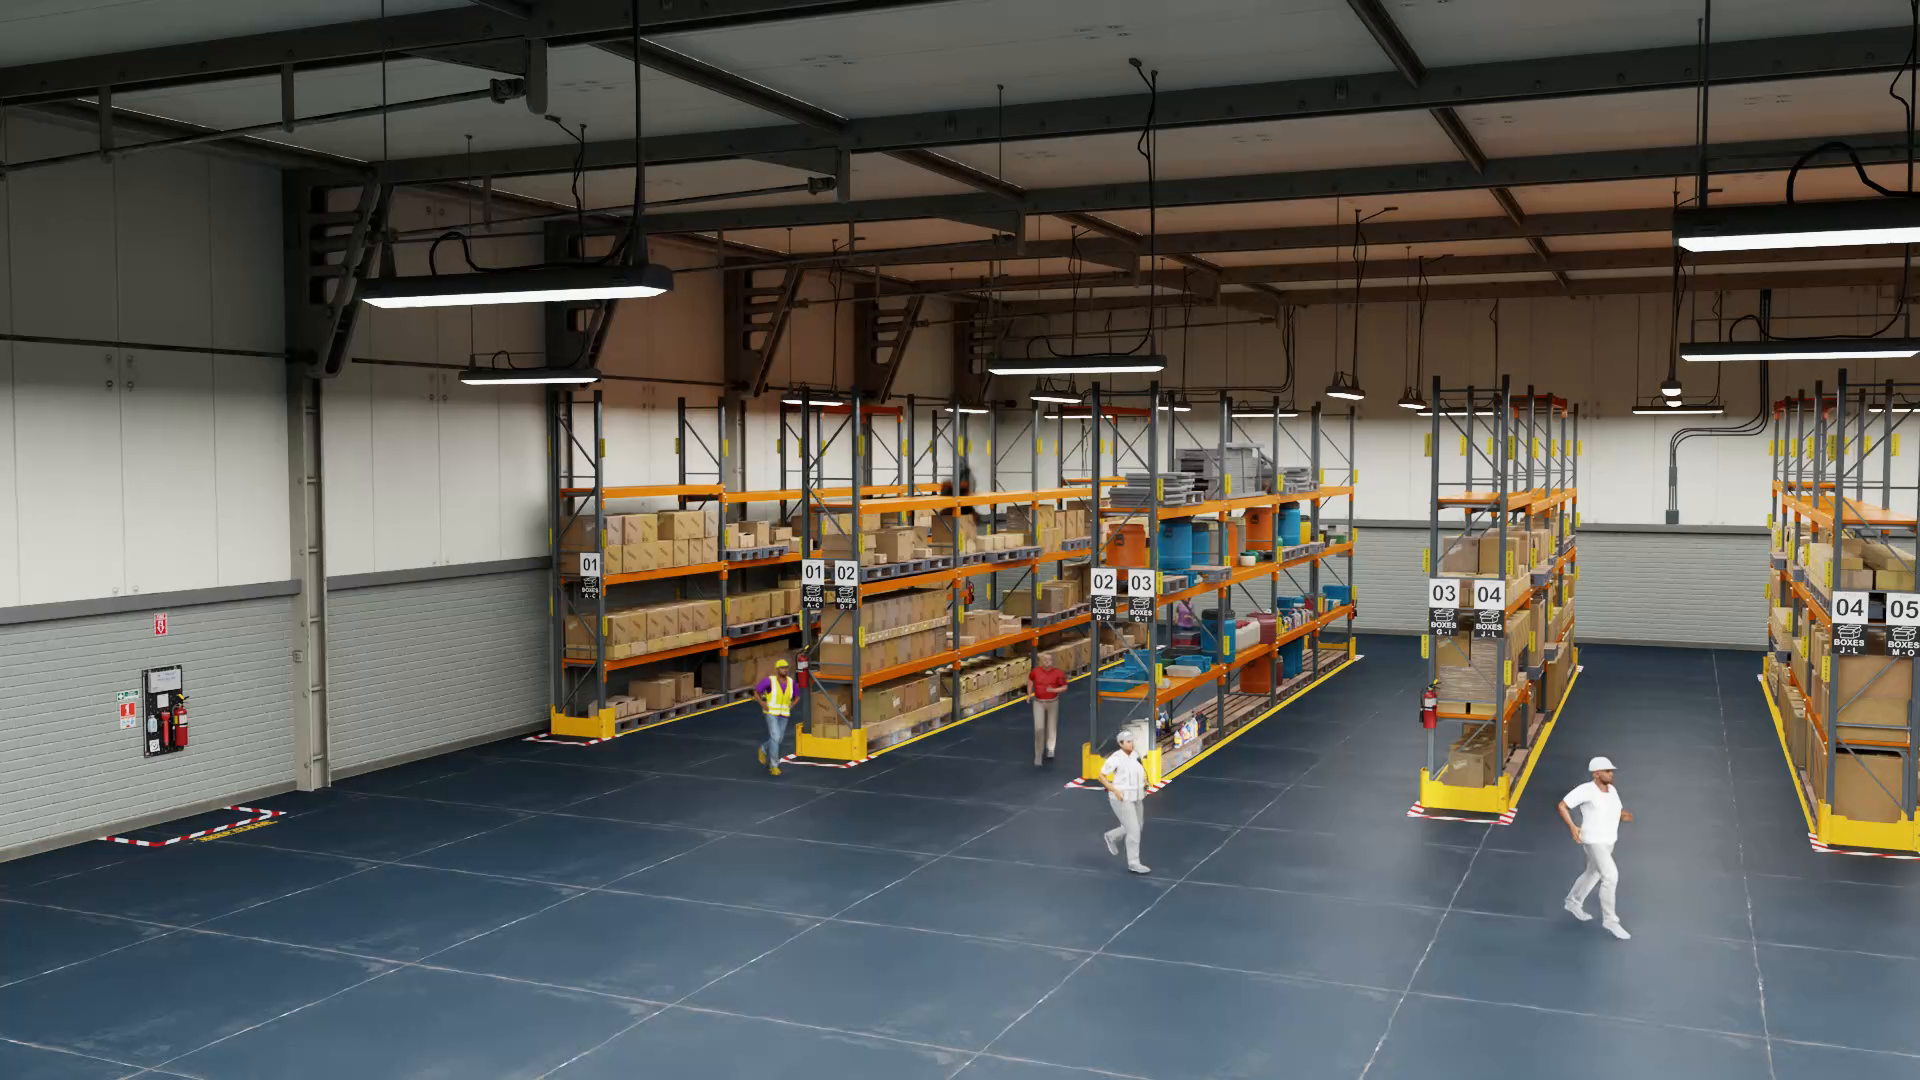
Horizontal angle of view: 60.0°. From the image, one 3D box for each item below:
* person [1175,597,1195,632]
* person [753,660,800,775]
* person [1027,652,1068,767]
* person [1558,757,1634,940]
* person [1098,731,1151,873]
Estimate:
[{"bbox_3d":[5.268,2.058,38.997,0.507,1.605,0.685,1,3,12],"label":"person"},{"bbox_3d":[-2.836,2.726,25.865,0.744,1.749,0.837,-2,4,-31],"label":"person"},{"bbox_3d":[1.389,2.675,26.479,0.652,1.784,0.788,0,3,5],"label":"person"},{"bbox_3d":[6.633,3.147,17.241,0.693,1.803,0.808,-3,4,-40],"label":"person"},{"bbox_3d":[1.963,3.088,19.812,0.620,1.633,0.813,-3,4,-43],"label":"person"}]
